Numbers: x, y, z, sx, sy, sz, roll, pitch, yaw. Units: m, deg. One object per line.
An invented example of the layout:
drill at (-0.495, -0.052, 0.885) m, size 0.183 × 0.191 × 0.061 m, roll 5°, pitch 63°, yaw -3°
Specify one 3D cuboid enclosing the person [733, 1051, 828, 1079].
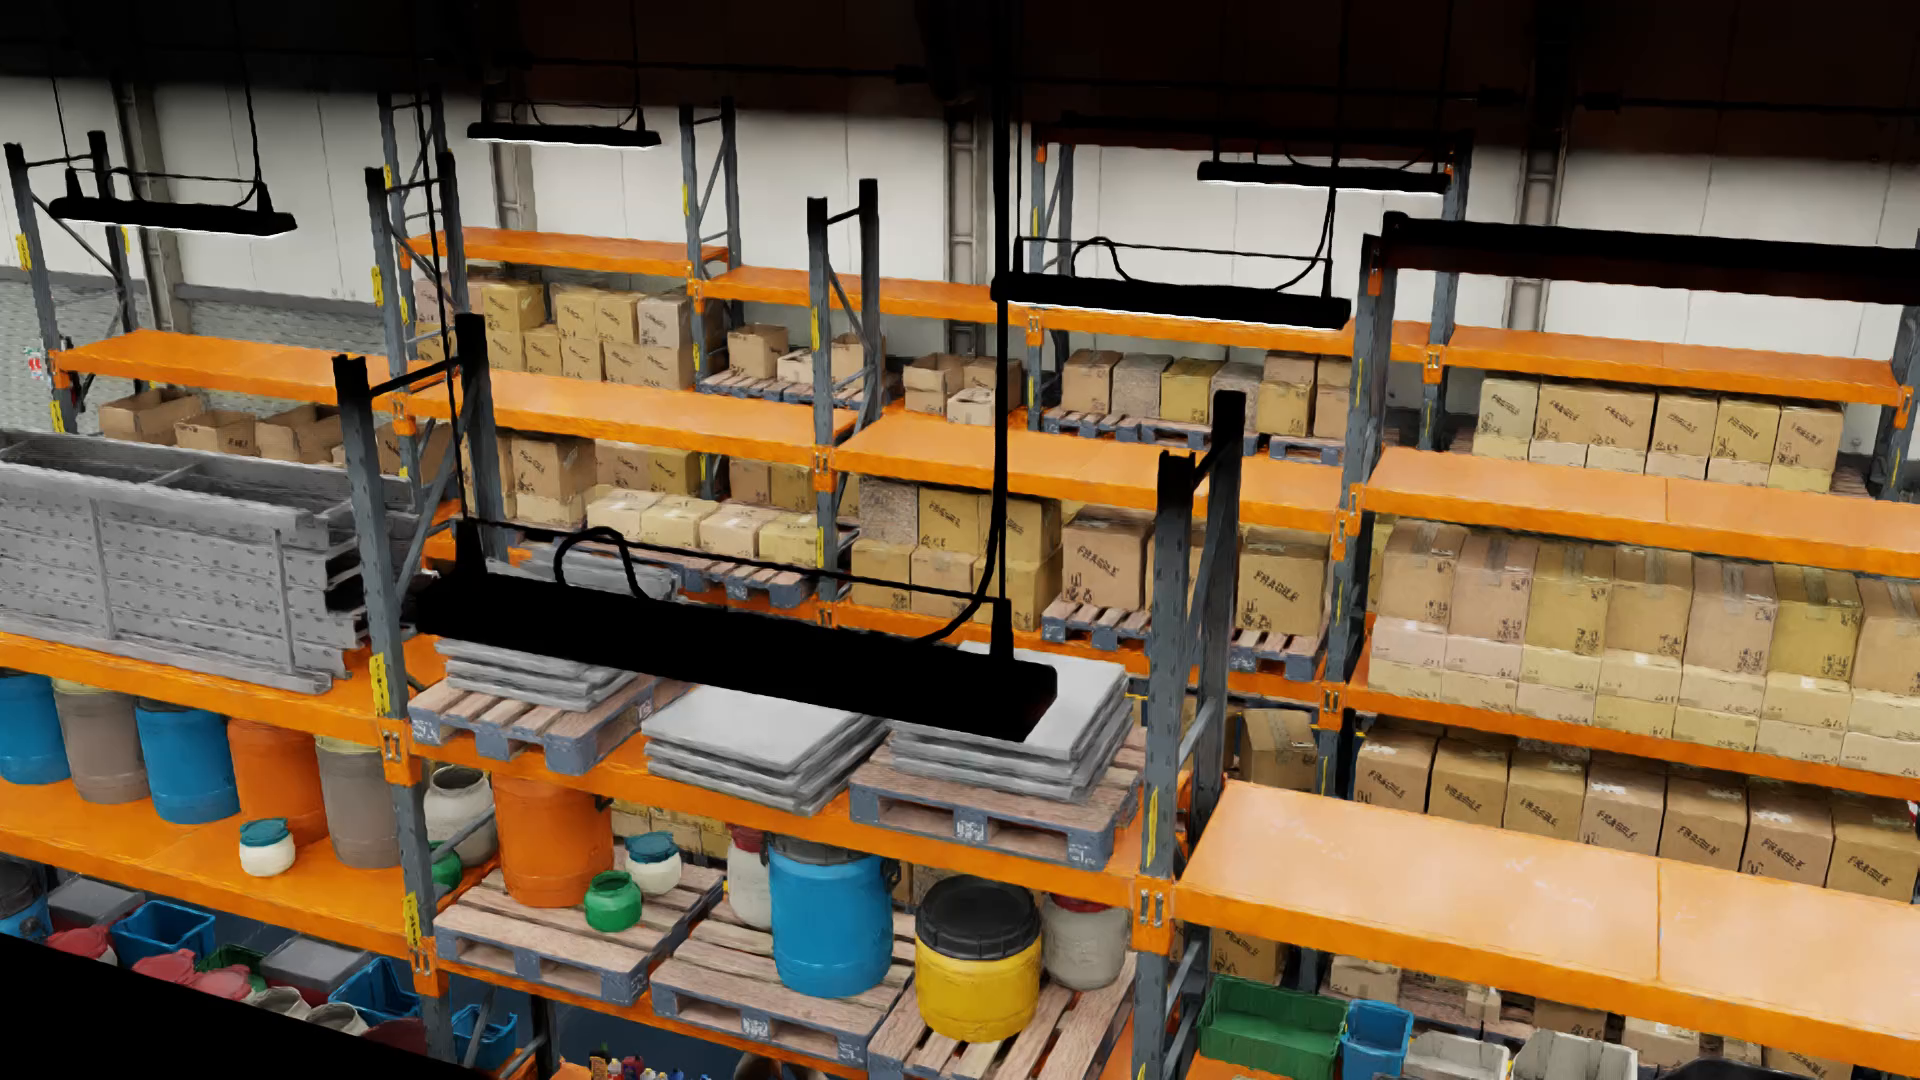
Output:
person at (-1.270, 3.331, 11.285) m, size 1.126 × 1.645 × 0.542 m, roll 9°, pitch 23°, yaw 22°
